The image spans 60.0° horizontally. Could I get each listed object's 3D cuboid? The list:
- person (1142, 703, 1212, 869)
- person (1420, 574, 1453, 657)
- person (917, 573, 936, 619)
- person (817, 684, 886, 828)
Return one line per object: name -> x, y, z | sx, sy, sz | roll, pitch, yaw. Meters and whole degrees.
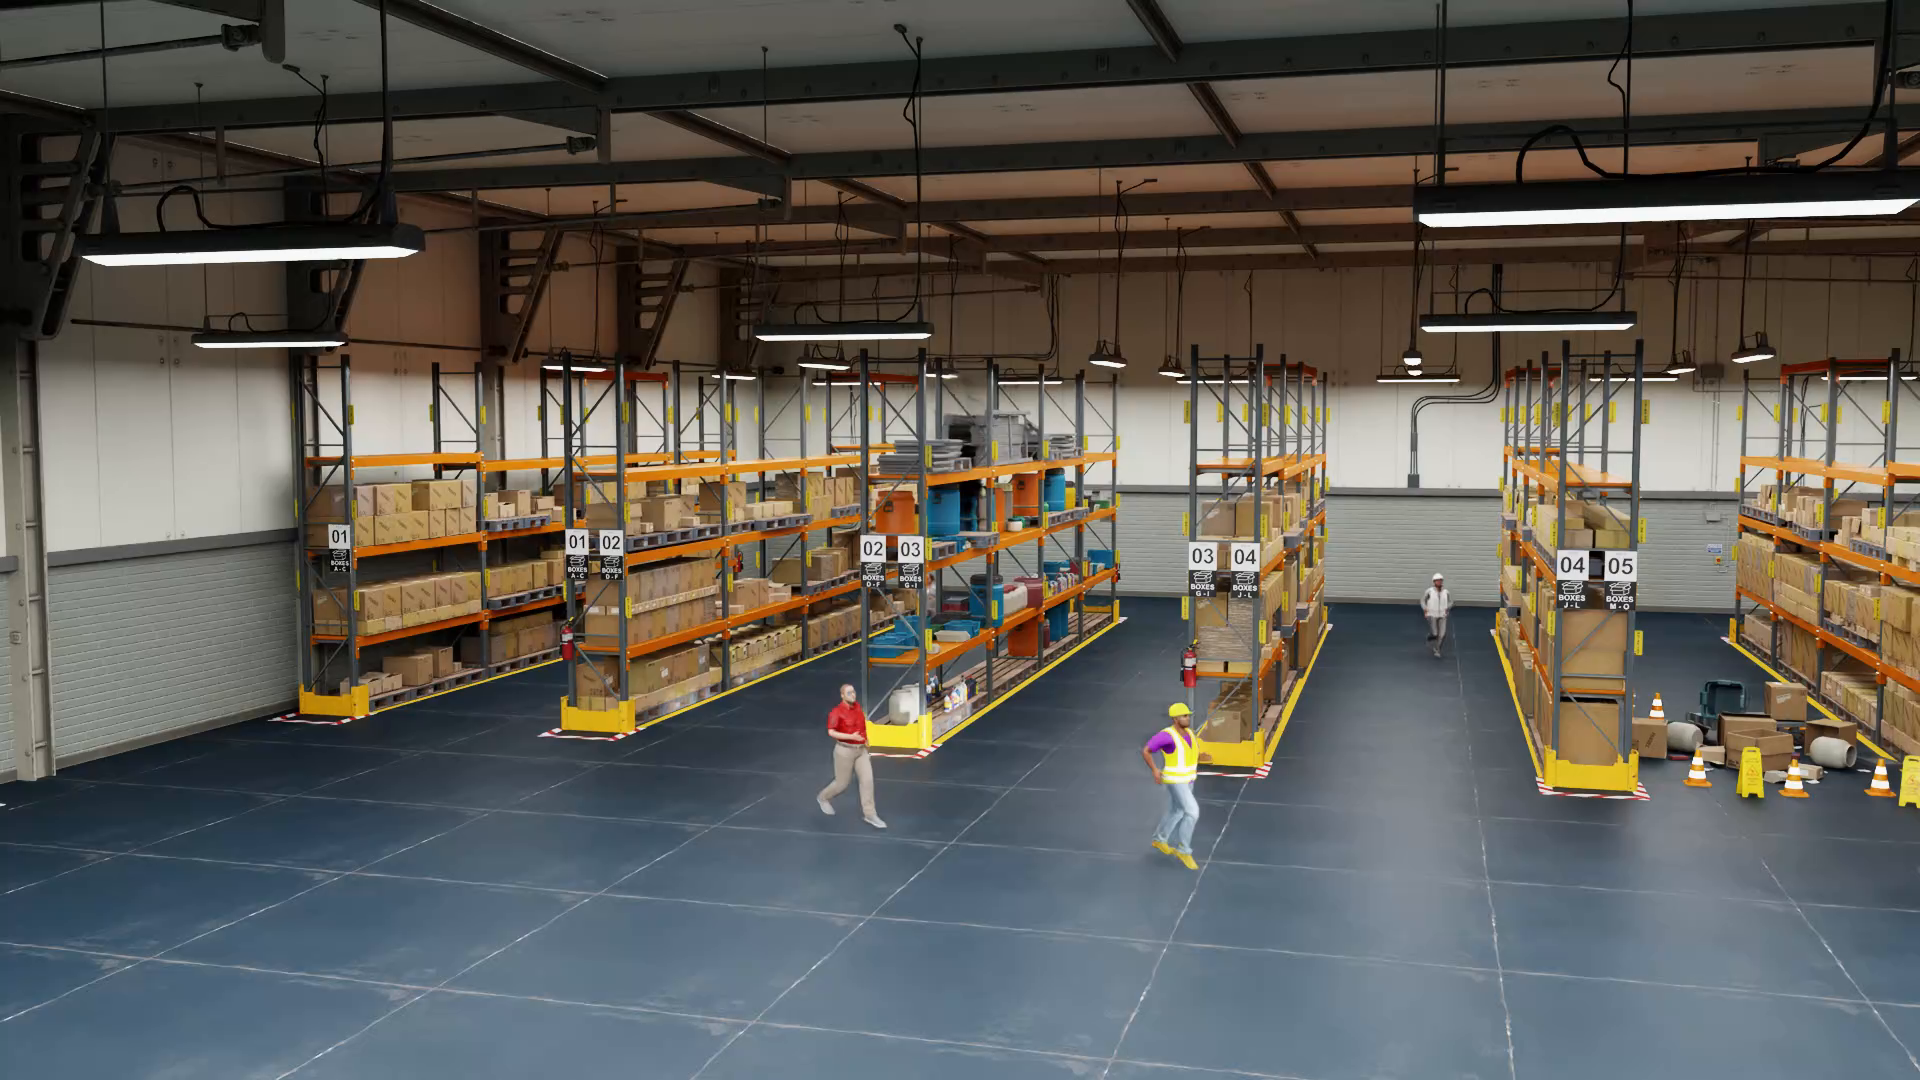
person -> 2.452, 2.731, 18.574 | 0.770, 1.831, 0.672 | 3, 5, 37
person -> 9.889, 1.561, 34.441 | 0.657, 1.722, 0.582 | 0, 4, 3
person -> -0.687, 1.522, 35.765 | 0.503, 1.639, 0.703 | 0, 4, 1
person -> -1.326, 2.617, 20.347 | 1.032, 1.708, 0.675 | 4, 6, 43
